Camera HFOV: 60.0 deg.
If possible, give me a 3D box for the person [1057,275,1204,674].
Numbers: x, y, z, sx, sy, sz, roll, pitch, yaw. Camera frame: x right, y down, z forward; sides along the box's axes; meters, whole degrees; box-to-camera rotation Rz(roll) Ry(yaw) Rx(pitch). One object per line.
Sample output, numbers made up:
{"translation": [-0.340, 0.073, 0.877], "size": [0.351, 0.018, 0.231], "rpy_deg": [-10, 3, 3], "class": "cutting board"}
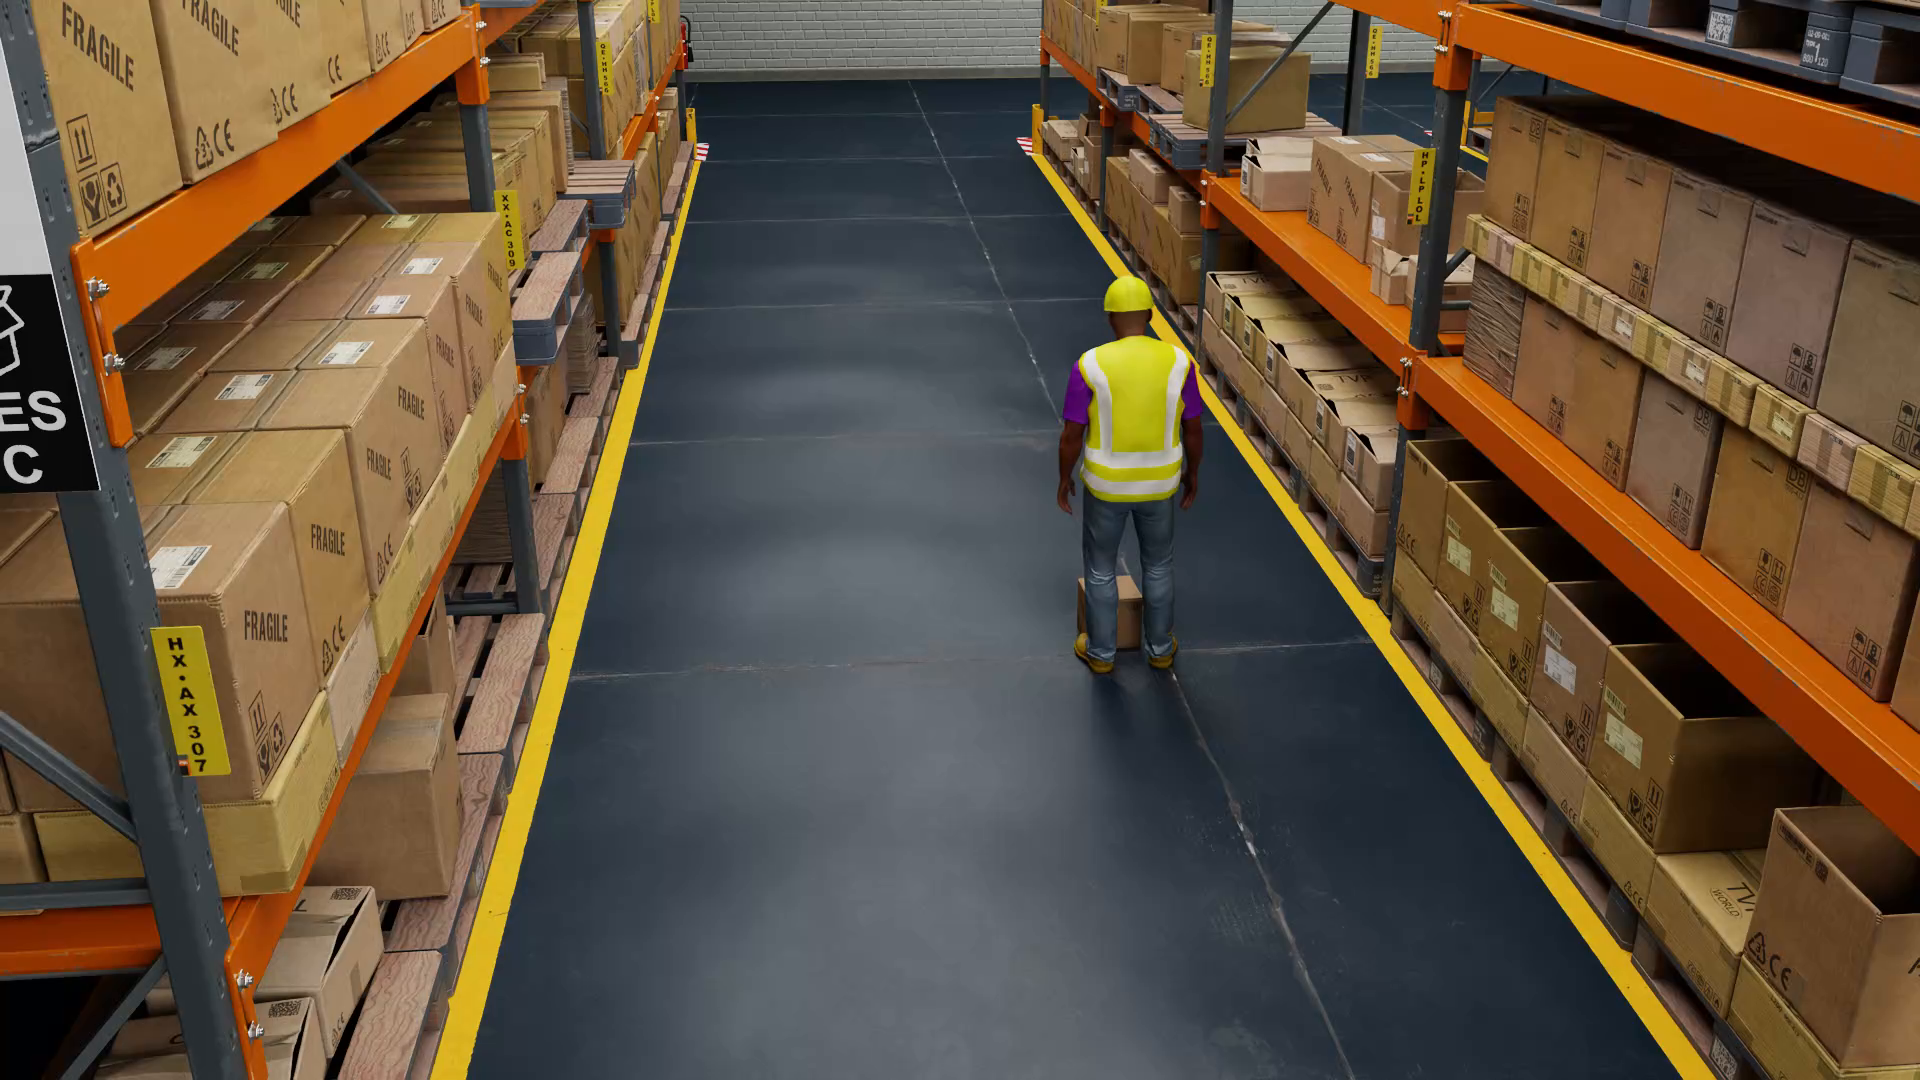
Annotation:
{"translation": [0.730, -0.267, 7.187], "size": [0.627, 1.761, 0.456], "rpy_deg": [-2, 24, -5], "class": "person"}
